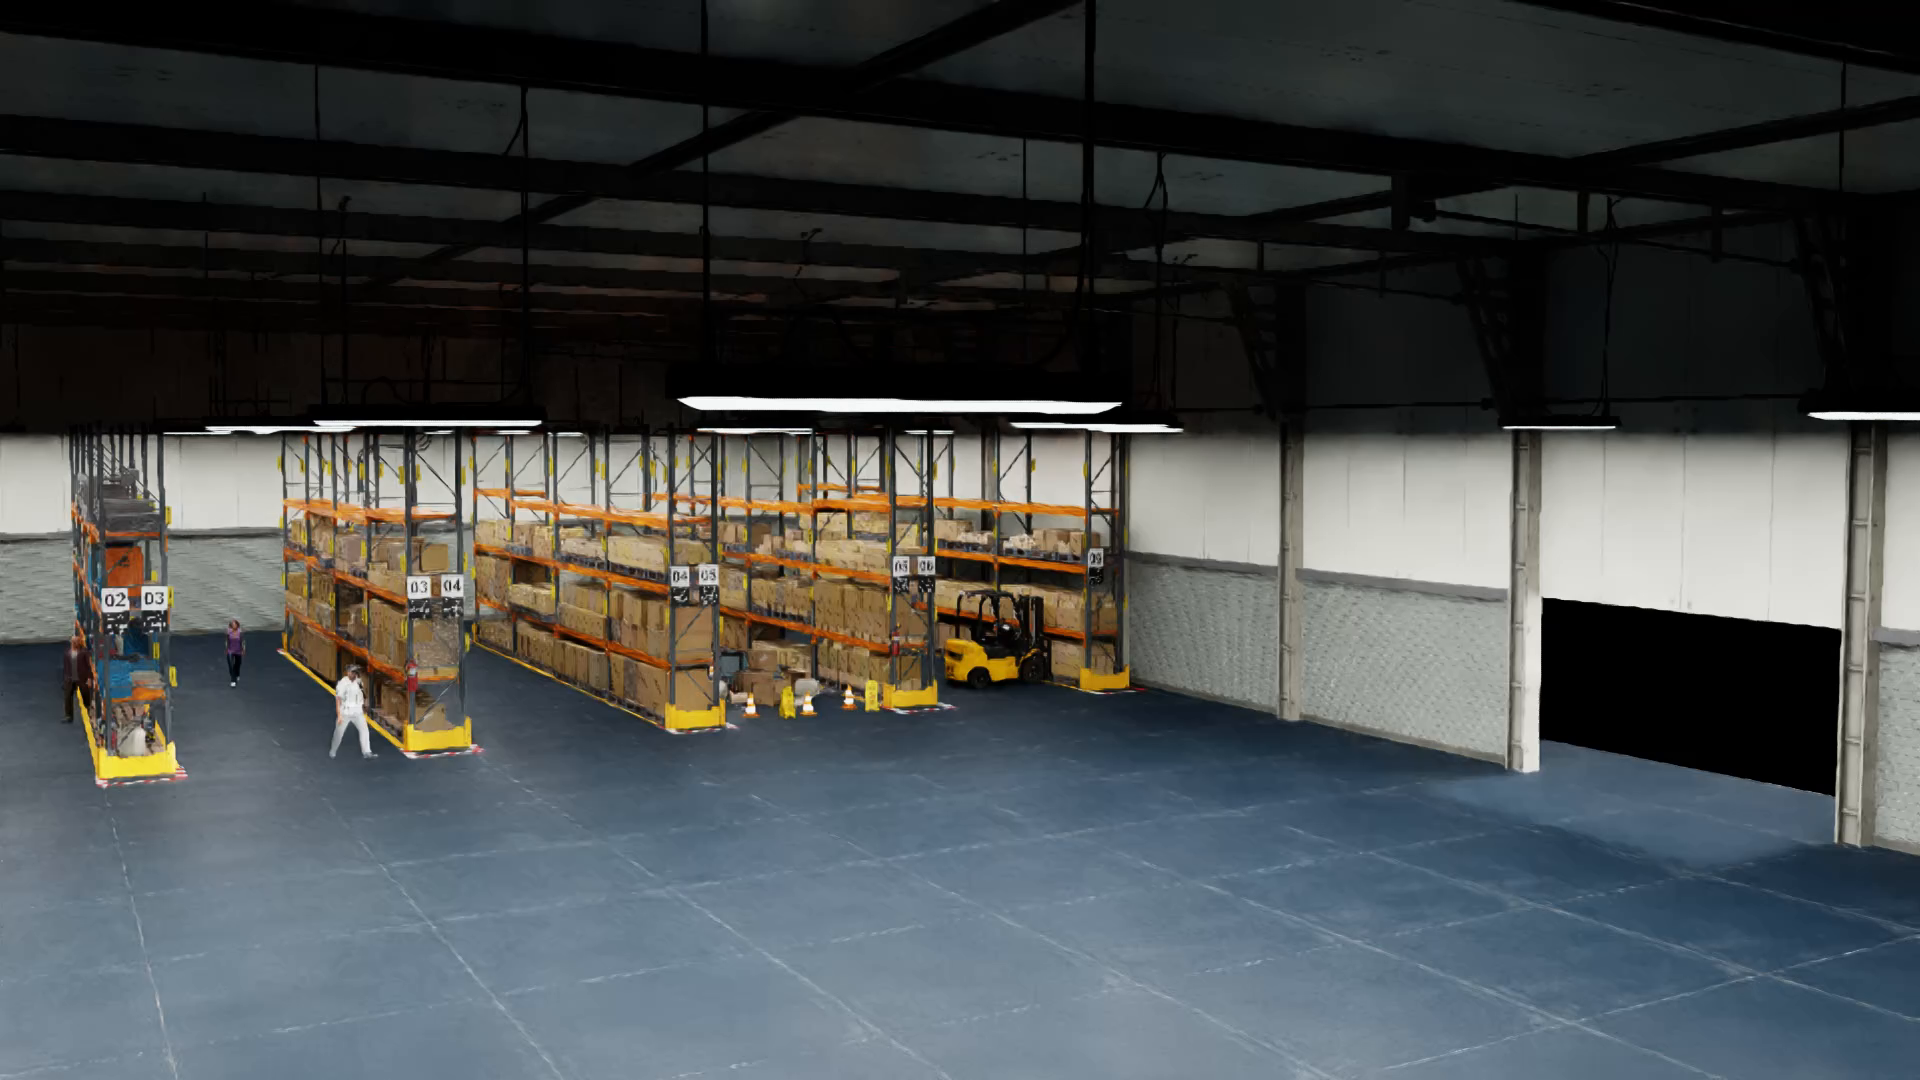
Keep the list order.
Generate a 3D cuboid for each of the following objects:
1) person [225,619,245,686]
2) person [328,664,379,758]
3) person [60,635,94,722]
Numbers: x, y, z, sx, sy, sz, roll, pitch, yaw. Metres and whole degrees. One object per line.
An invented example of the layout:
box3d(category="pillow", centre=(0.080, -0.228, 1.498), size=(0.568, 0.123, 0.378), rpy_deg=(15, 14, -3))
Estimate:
box3d(category="person", centre=(-16.753, 2.577, 38.457), size=(0.416, 1.525, 1.029), rpy_deg=(-2, 4, -31))
box3d(category="person", centre=(-10.866, 3.040, 29.646), size=(0.977, 1.711, 0.585), rpy_deg=(3, 4, 38))
box3d(category="person", centre=(-17.811, 2.779, 33.587), size=(0.616, 1.733, 1.023), rpy_deg=(-1, 4, -14))
